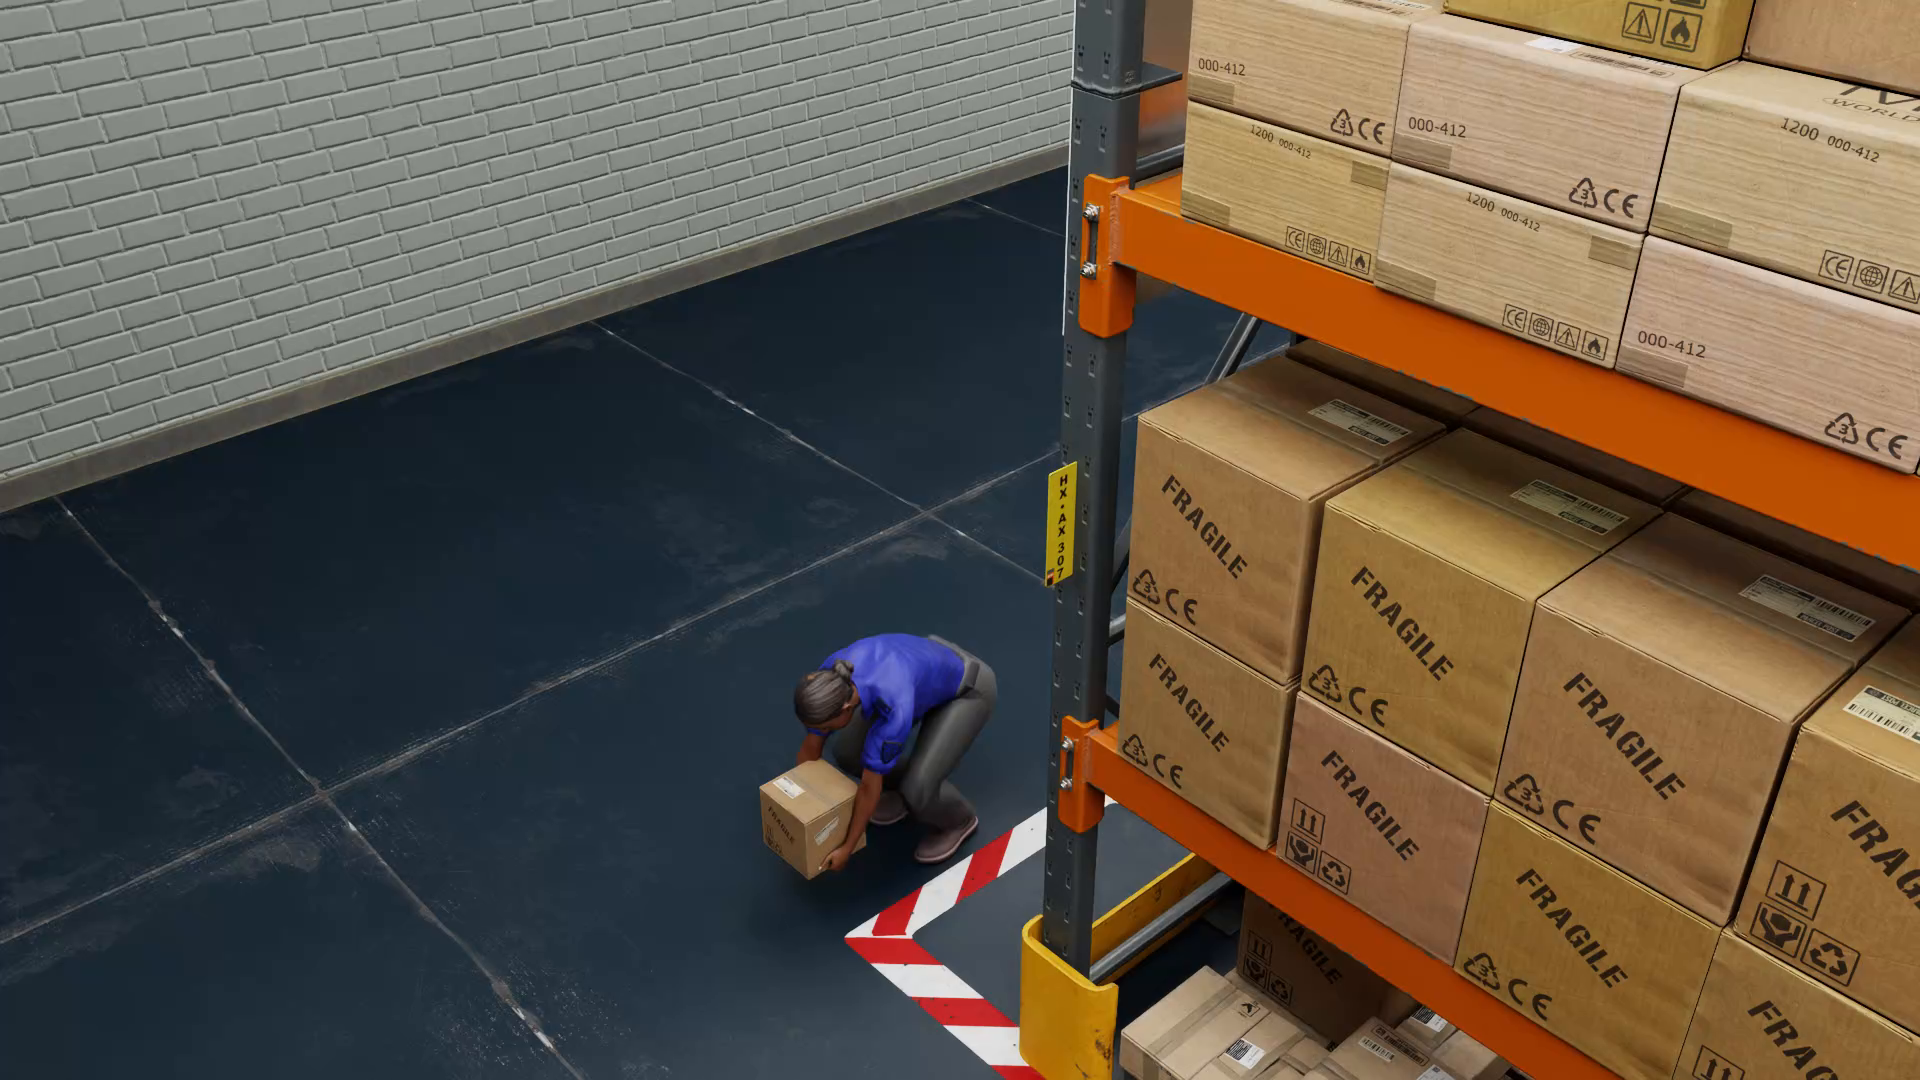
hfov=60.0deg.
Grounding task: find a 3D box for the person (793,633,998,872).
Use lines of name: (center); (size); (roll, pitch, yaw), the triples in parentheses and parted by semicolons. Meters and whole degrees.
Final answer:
person: (-0.239, 0.697, 5.708); (0.856, 0.940, 0.469); (-28, 41, -37)
